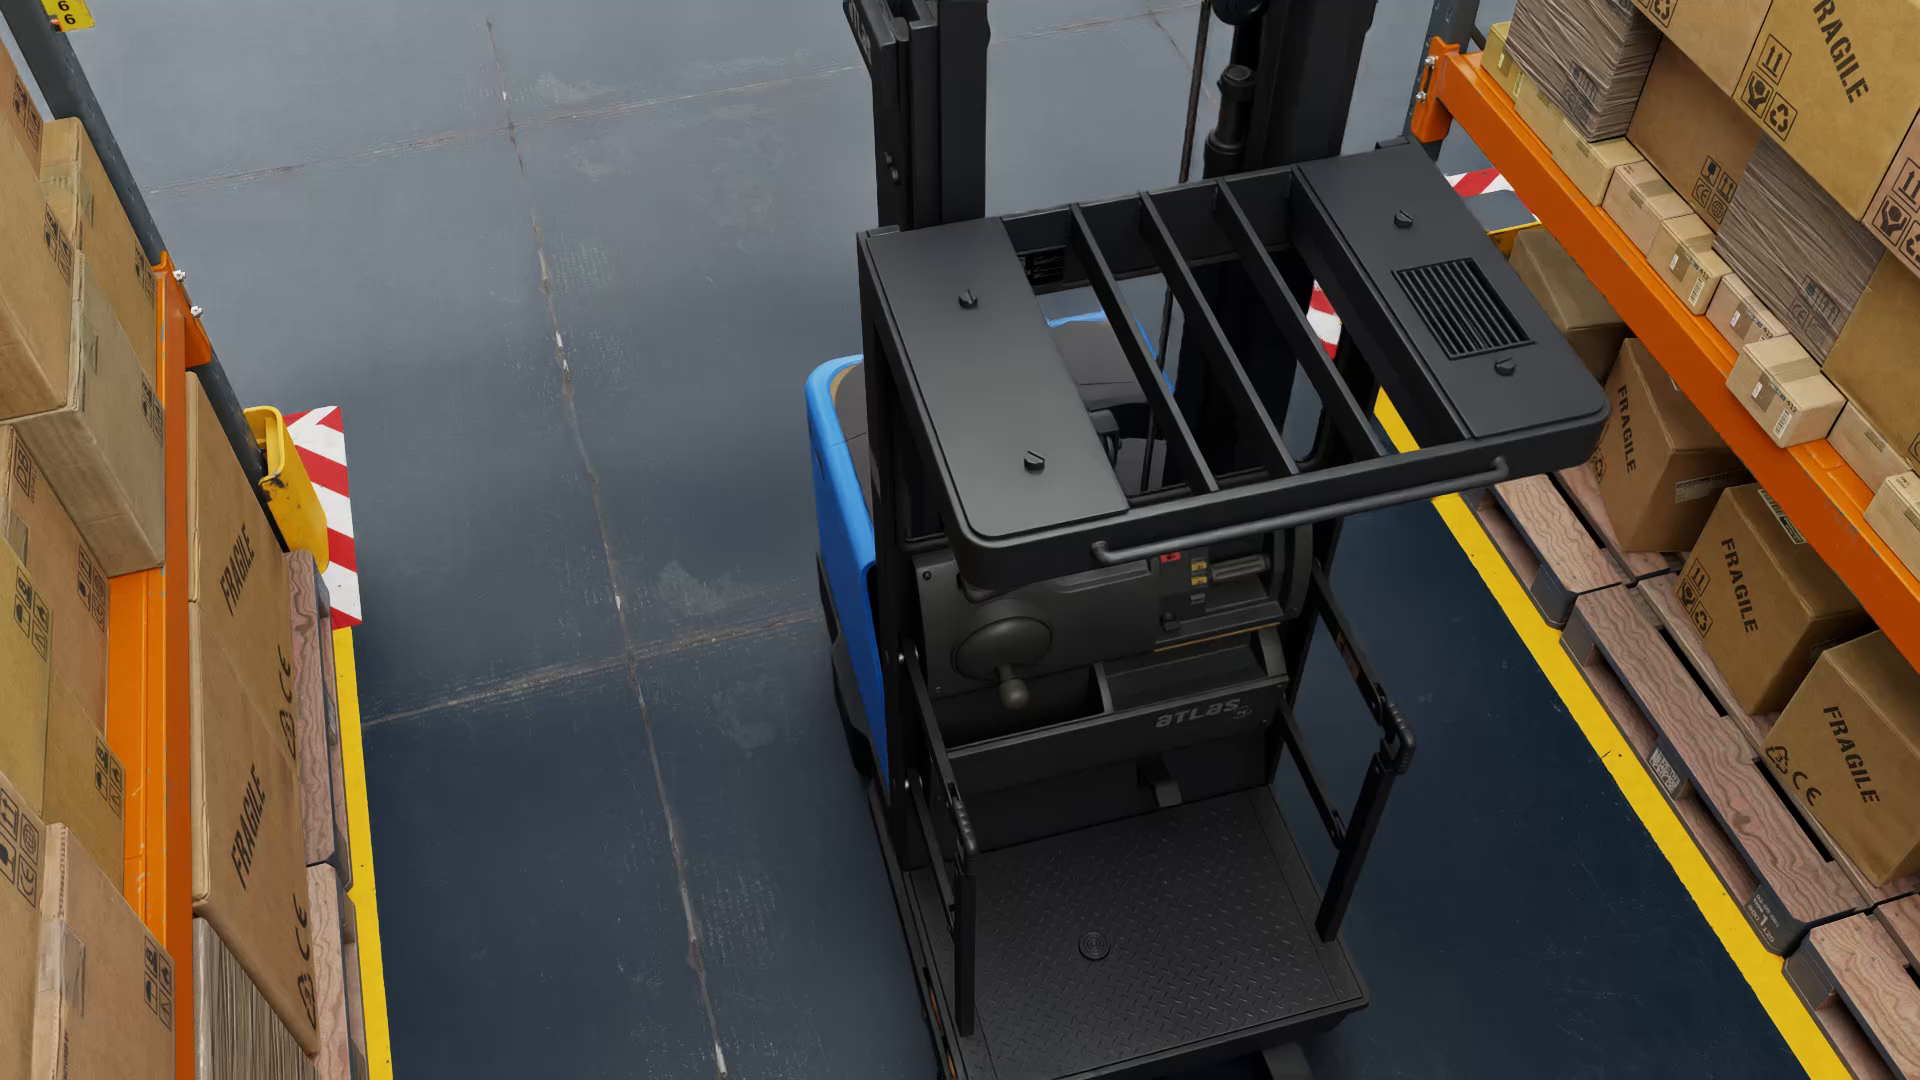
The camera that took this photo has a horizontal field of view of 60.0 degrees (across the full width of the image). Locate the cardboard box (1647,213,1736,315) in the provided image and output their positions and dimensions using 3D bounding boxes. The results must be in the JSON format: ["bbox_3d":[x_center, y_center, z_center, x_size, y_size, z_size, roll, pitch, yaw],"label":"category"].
[{"bbox_3d":[2.160,-0.792,4.620,0.380,0.149,0.250,-13,51,-11],"label":"cardboard box"}]

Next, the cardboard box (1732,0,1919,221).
[{"bbox_3d":[2.220,-1.126,3.823,0.500,0.500,0.500,-13,51,-11],"label":"cardboard box"}]

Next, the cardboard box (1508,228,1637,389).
[{"bbox_3d":[2.196,-0.740,5.772,0.500,0.500,0.500,-5,50,-4],"label":"cardboard box"}]

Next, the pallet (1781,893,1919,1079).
[{"bbox_3d":[2.978,1.467,4.375,1.003,0.211,1.213,-13,51,-11],"label":"pallet"}]

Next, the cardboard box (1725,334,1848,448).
[{"bbox_3d":[2.235,-0.410,4.298,0.380,0.149,0.250,-13,51,-11],"label":"cardboard box"}]

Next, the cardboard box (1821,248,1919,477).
[{"bbox_3d":[2.669,-0.510,3.958,0.875,0.500,0.500,-13,51,-11],"label":"cardboard box"}]

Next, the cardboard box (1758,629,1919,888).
[{"bbox_3d":[2.695,0.568,4.670,0.500,0.500,0.500,-17,52,-14],"label":"cardboard box"}]

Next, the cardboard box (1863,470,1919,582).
[{"bbox_3d":[2.436,-0.057,4.001,0.380,0.149,0.250,-13,51,-11],"label":"cardboard box"}]

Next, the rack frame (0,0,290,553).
[{"bbox_3d":[-2.741,-0.823,4.482,1.000,3.000,0.127,-13,51,-11],"label":"rack frame"}]

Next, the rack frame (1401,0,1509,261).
[{"bbox_3d":[2.027,-1.870,5.365,1.000,3.000,0.127,-13,51,-11],"label":"rack frame"}]

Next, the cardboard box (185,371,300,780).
[{"bbox_3d":[-2.477,0.207,4.729,0.875,0.875,0.875,-13,51,-11],"label":"cardboard box"}]

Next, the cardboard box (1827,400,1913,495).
[{"bbox_3d":[2.435,-0.257,4.169,0.380,0.149,0.250,-13,51,-11],"label":"cardboard box"}]

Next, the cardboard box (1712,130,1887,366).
[{"bbox_3d":[2.533,-0.878,4.268,0.875,0.500,0.500,-13,51,-11],"label":"cardboard box"}]

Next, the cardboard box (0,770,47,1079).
[{"bbox_3d":[-1.936,0.624,2.458,0.875,0.550,0.550,-13,51,-11],"label":"cardboard box"}]

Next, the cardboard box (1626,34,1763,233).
[{"bbox_3d":[2.426,-1.253,4.584,0.875,0.500,0.500,-13,51,-11],"label":"cardboard box"}]

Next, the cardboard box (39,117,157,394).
[{"bbox_3d":[-2.588,-0.610,4.205,0.875,0.550,0.550,-13,51,-11],"label":"cardboard box"}]

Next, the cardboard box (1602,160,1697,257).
[{"bbox_3d":[2.093,-0.977,4.776,0.380,0.149,0.250,-13,51,-11],"label":"cardboard box"}]

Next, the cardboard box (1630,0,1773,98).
[{"bbox_3d":[2.071,-1.491,4.131,0.500,0.500,0.500,-13,51,-11],"label":"cardboard box"}]

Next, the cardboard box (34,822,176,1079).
[{"bbox_3d":[-1.910,0.966,2.876,0.875,0.550,0.550,-13,51,-11],"label":"cardboard box"}]

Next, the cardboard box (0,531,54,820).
[{"bbox_3d":[-2.101,0.239,2.782,0.875,0.550,0.500,-13,51,-11],"label":"cardboard box"}]

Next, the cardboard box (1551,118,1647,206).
[{"bbox_3d":[1.999,-1.154,4.926,0.380,0.149,0.250,-13,51,-11],"label":"cardboard box"}]

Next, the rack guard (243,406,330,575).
[{"bbox_3d":[-2.748,-0.035,5.452,1.175,0.500,0.348,-13,51,-11],"label":"rack guard"}]

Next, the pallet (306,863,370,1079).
[{"bbox_3d":[-2.073,1.532,4.321,1.003,0.211,1.213,-13,51,-11],"label":"pallet"}]

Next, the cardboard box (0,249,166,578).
[{"bbox_3d":[-2.404,-0.214,3.870,0.875,0.550,0.550,-13,51,-11],"label":"cardboard box"}]

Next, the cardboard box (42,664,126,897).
[{"bbox_3d":[-2.163,0.602,3.183,0.875,0.550,0.500,-13,51,-11],"label":"cardboard box"}]

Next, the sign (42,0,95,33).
[{"bbox_3d":[-2.219,-1.385,4.043,0.100,0.325,0.005,-13,51,-11],"label":"sign"}]

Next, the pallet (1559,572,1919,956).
[{"bbox_3d":[2.613,0.575,5.127,1.003,0.211,1.213,-13,51,-11],"label":"pallet"}]

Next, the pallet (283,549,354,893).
[{"bbox_3d":[-2.430,0.642,5.071,1.003,0.211,1.213,-13,51,-11],"label":"pallet"}]

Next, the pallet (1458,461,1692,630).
[{"bbox_3d":[2.256,-0.315,5.877,1.003,0.211,1.213,-13,51,-11],"label":"pallet"}]

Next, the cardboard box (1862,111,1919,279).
[{"bbox_3d":[2.373,-0.762,3.517,0.500,0.500,0.500,-13,51,-11],"label":"cardboard box"}]

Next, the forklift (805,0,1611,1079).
[{"bbox_3d":[0.418,0.231,3.638,1.130,2.935,3.031,-12,51,-10],"label":"forklift"}]

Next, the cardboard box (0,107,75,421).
[{"bbox_3d":[-2.417,-0.559,3.455,0.875,0.550,0.550,-13,51,-11],"label":"cardboard box"}]

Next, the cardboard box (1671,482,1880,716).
[{"bbox_3d":[2.572,0.150,5.022,0.500,0.500,0.500,-9,50,-8],"label":"cardboard box"}]

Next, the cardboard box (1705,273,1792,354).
[{"bbox_3d":[2.260,-0.616,4.472,0.380,0.149,0.250,-13,51,-11],"label":"cardboard box"}]

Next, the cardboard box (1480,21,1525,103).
[{"bbox_3d":[1.884,-1.527,5.240,0.380,0.149,0.250,-13,51,-11],"label":"cardboard box"}]

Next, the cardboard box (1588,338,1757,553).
[{"bbox_3d":[2.405,-0.311,5.411,0.500,0.500,0.500,-2,50,-1],"label":"cardboard box"}]

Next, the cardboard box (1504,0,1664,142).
[{"bbox_3d":[2.163,-1.591,4.869,0.875,0.500,0.500,-13,51,-11],"label":"cardboard box"}]

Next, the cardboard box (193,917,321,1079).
[{"bbox_3d":[-1.947,1.515,3.626,0.875,0.875,0.875,-13,51,-11],"label":"cardboard box"}]

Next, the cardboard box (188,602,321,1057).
[{"bbox_3d":[-2.215,0.849,4.187,0.875,0.875,0.875,-14,51,-12],"label":"cardboard box"}]

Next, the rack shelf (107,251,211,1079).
[{"bbox_3d":[-2.150,0.870,3.525,1.077,0.370,4.000,-13,51,-11],"label":"rack shelf"}]

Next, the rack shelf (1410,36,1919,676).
[{"bbox_3d":[2.619,-0.178,4.409,1.077,0.370,4.000,-13,51,-11],"label":"rack shelf"}]

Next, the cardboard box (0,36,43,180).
[{"bbox_3d":[-2.668,-0.939,3.776,0.875,0.550,0.550,-13,51,-11],"label":"cardboard box"}]

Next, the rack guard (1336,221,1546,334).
[{"bbox_3d":[2.050,-1.009,6.274,1.175,0.500,0.348,-13,51,-11],"label":"rack guard"}]

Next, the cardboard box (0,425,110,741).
[{"bbox_3d":[-2.359,0.224,3.501,0.875,0.550,0.550,-13,51,-11],"label":"cardboard box"}]

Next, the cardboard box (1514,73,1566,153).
[{"bbox_3d":[1.939,-1.340,5.082,0.380,0.149,0.250,-13,51,-11],"label":"cardboard box"}]
